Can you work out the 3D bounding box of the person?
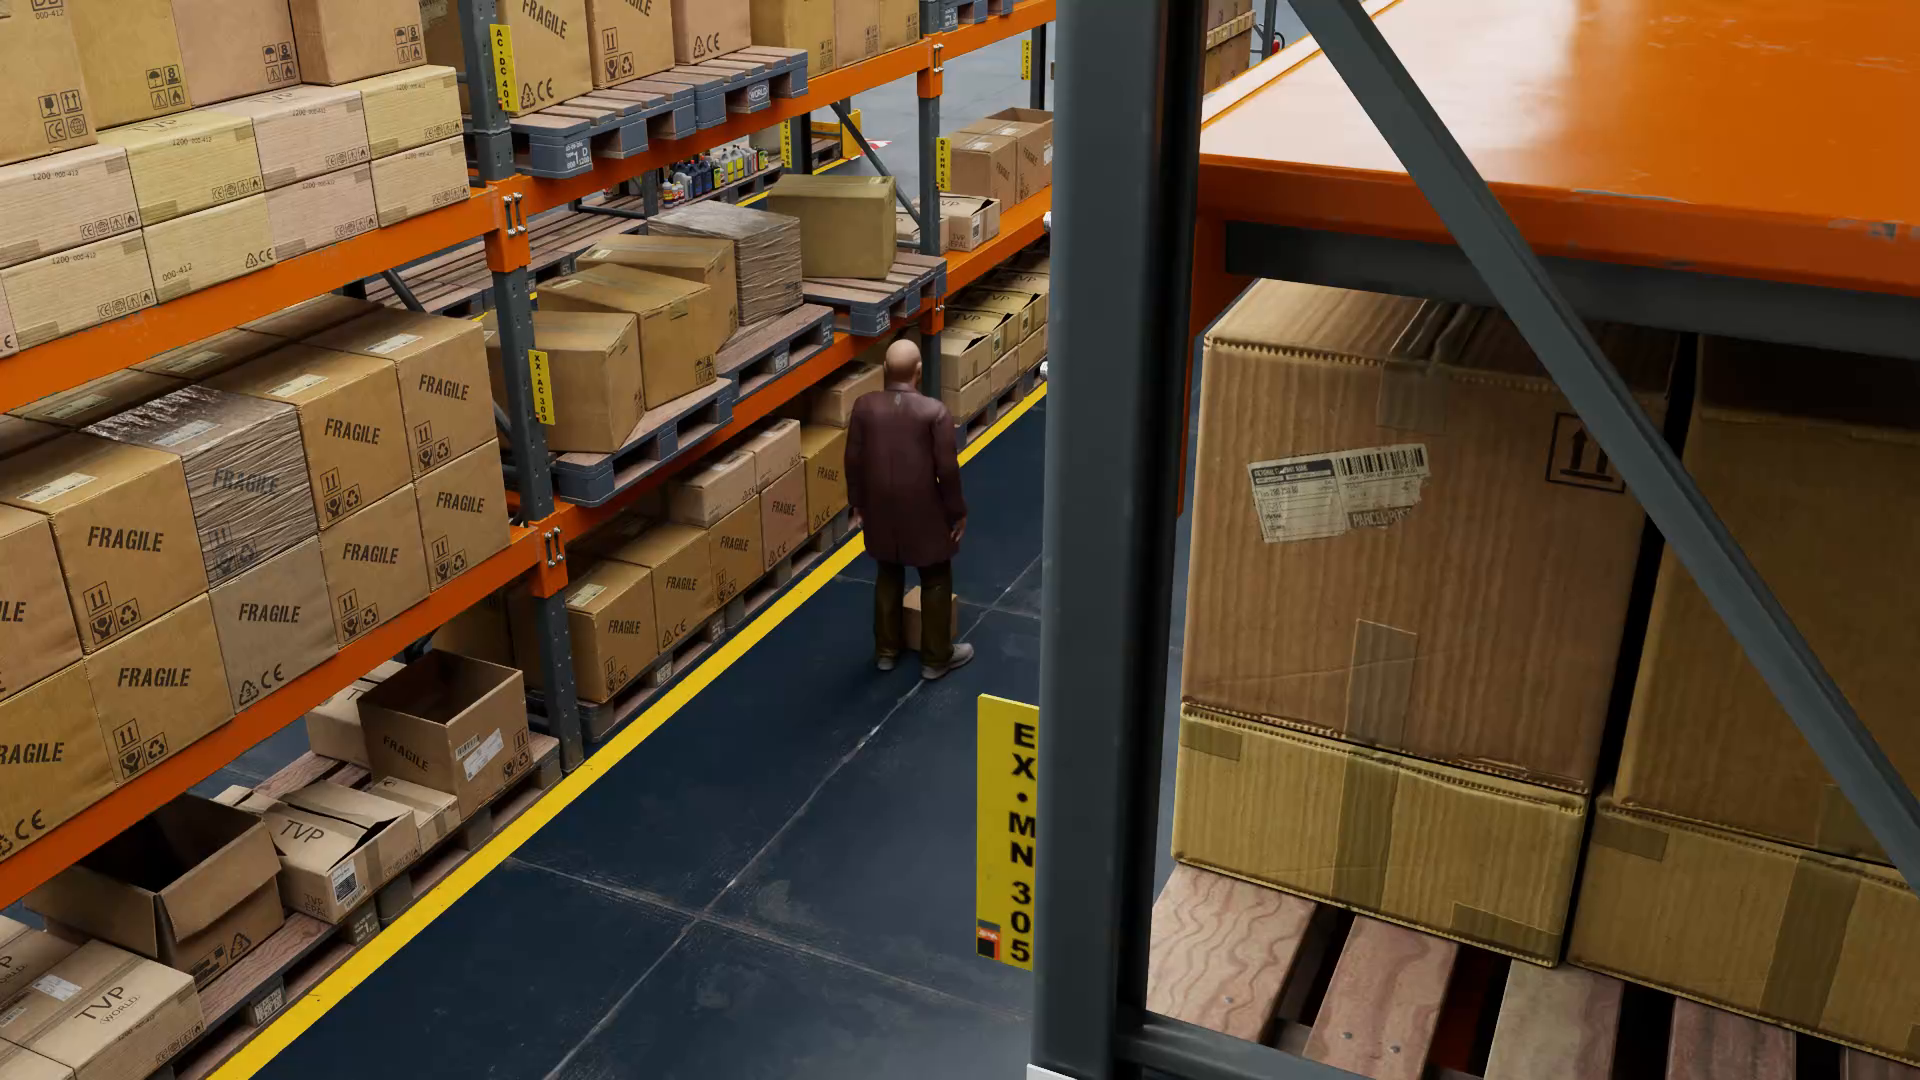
[{"bbox_3d":[-0.269,-0.153,8.448,0.648,1.772,0.433,9,27,19],"label":"person"}]
